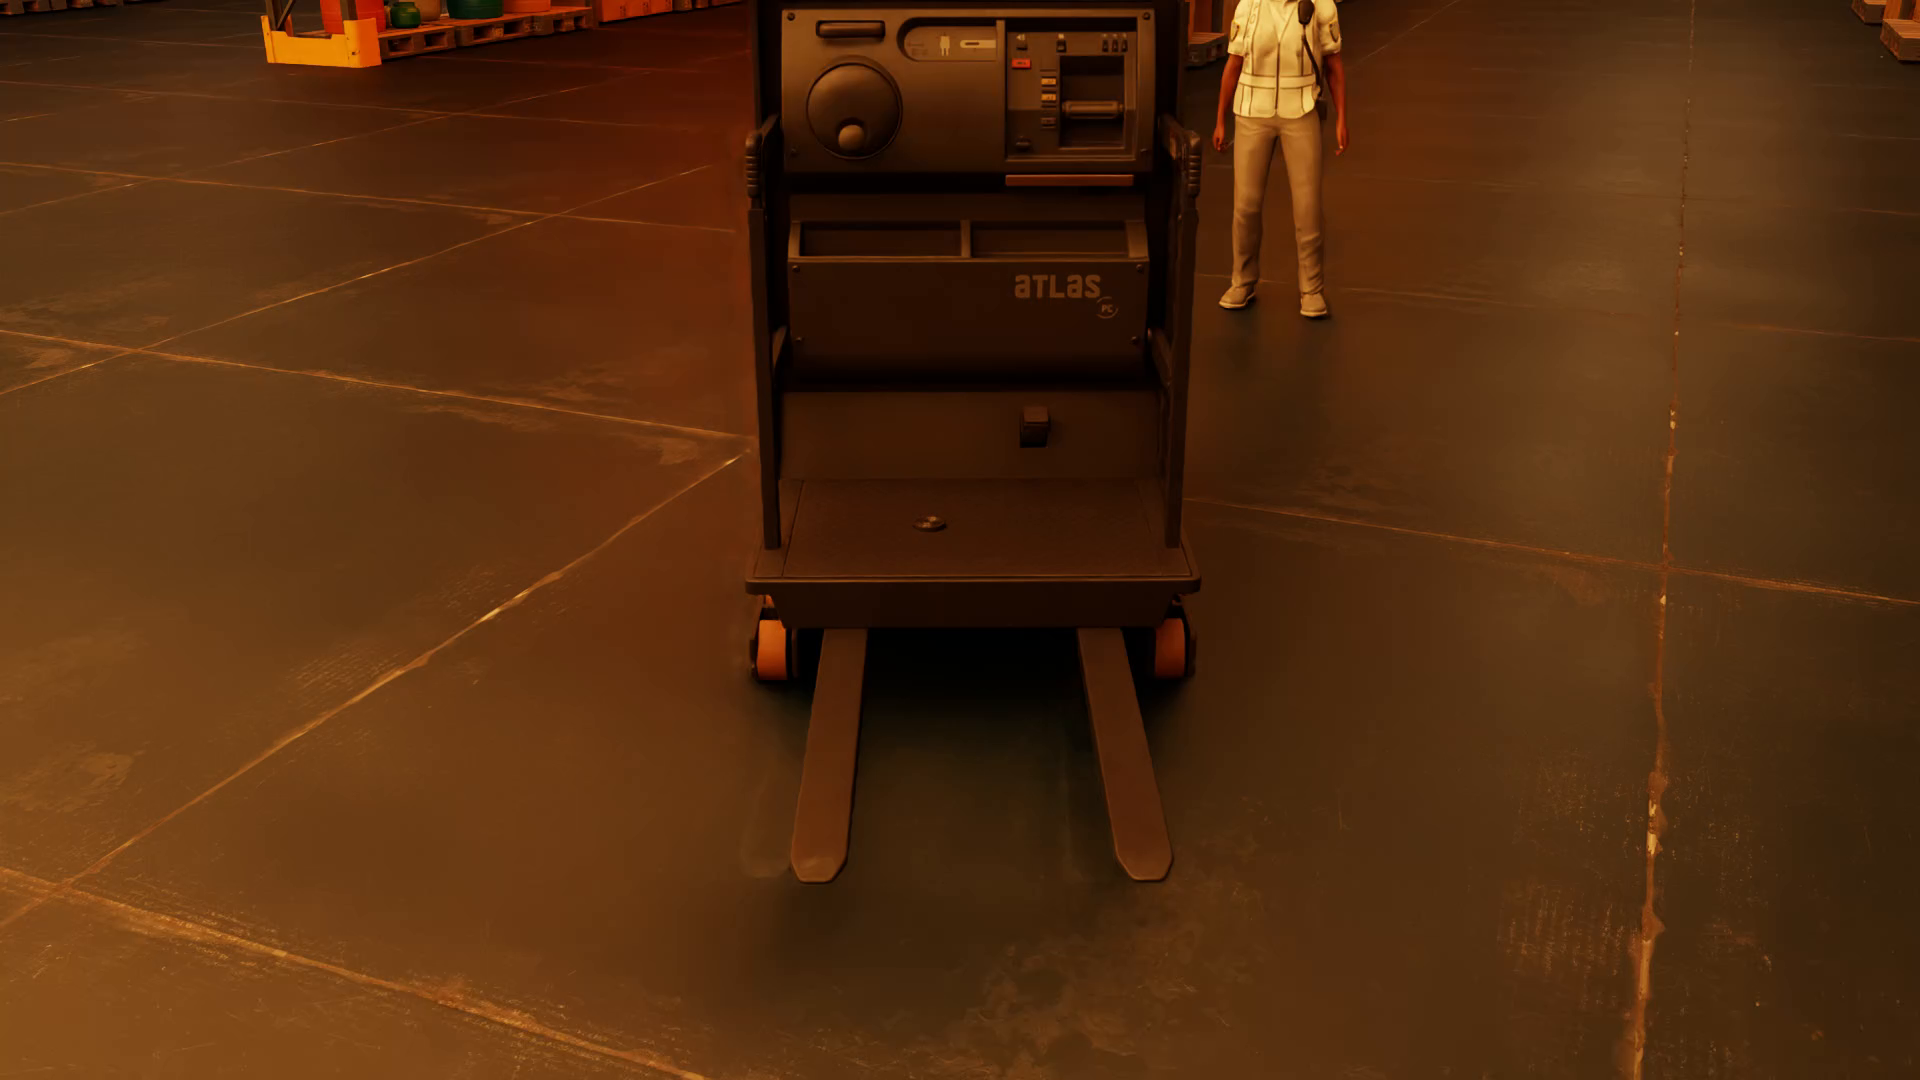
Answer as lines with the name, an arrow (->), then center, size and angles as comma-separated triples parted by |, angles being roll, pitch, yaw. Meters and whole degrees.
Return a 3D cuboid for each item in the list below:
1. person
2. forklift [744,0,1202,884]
person -> 1.417, -1.844, 7.348 | 0.606, 1.664, 0.371 | 5, 23, 13
forklift -> 0.026, -1.110, 3.948 | 1.130, 2.935, 3.031 | 0, 23, -1
